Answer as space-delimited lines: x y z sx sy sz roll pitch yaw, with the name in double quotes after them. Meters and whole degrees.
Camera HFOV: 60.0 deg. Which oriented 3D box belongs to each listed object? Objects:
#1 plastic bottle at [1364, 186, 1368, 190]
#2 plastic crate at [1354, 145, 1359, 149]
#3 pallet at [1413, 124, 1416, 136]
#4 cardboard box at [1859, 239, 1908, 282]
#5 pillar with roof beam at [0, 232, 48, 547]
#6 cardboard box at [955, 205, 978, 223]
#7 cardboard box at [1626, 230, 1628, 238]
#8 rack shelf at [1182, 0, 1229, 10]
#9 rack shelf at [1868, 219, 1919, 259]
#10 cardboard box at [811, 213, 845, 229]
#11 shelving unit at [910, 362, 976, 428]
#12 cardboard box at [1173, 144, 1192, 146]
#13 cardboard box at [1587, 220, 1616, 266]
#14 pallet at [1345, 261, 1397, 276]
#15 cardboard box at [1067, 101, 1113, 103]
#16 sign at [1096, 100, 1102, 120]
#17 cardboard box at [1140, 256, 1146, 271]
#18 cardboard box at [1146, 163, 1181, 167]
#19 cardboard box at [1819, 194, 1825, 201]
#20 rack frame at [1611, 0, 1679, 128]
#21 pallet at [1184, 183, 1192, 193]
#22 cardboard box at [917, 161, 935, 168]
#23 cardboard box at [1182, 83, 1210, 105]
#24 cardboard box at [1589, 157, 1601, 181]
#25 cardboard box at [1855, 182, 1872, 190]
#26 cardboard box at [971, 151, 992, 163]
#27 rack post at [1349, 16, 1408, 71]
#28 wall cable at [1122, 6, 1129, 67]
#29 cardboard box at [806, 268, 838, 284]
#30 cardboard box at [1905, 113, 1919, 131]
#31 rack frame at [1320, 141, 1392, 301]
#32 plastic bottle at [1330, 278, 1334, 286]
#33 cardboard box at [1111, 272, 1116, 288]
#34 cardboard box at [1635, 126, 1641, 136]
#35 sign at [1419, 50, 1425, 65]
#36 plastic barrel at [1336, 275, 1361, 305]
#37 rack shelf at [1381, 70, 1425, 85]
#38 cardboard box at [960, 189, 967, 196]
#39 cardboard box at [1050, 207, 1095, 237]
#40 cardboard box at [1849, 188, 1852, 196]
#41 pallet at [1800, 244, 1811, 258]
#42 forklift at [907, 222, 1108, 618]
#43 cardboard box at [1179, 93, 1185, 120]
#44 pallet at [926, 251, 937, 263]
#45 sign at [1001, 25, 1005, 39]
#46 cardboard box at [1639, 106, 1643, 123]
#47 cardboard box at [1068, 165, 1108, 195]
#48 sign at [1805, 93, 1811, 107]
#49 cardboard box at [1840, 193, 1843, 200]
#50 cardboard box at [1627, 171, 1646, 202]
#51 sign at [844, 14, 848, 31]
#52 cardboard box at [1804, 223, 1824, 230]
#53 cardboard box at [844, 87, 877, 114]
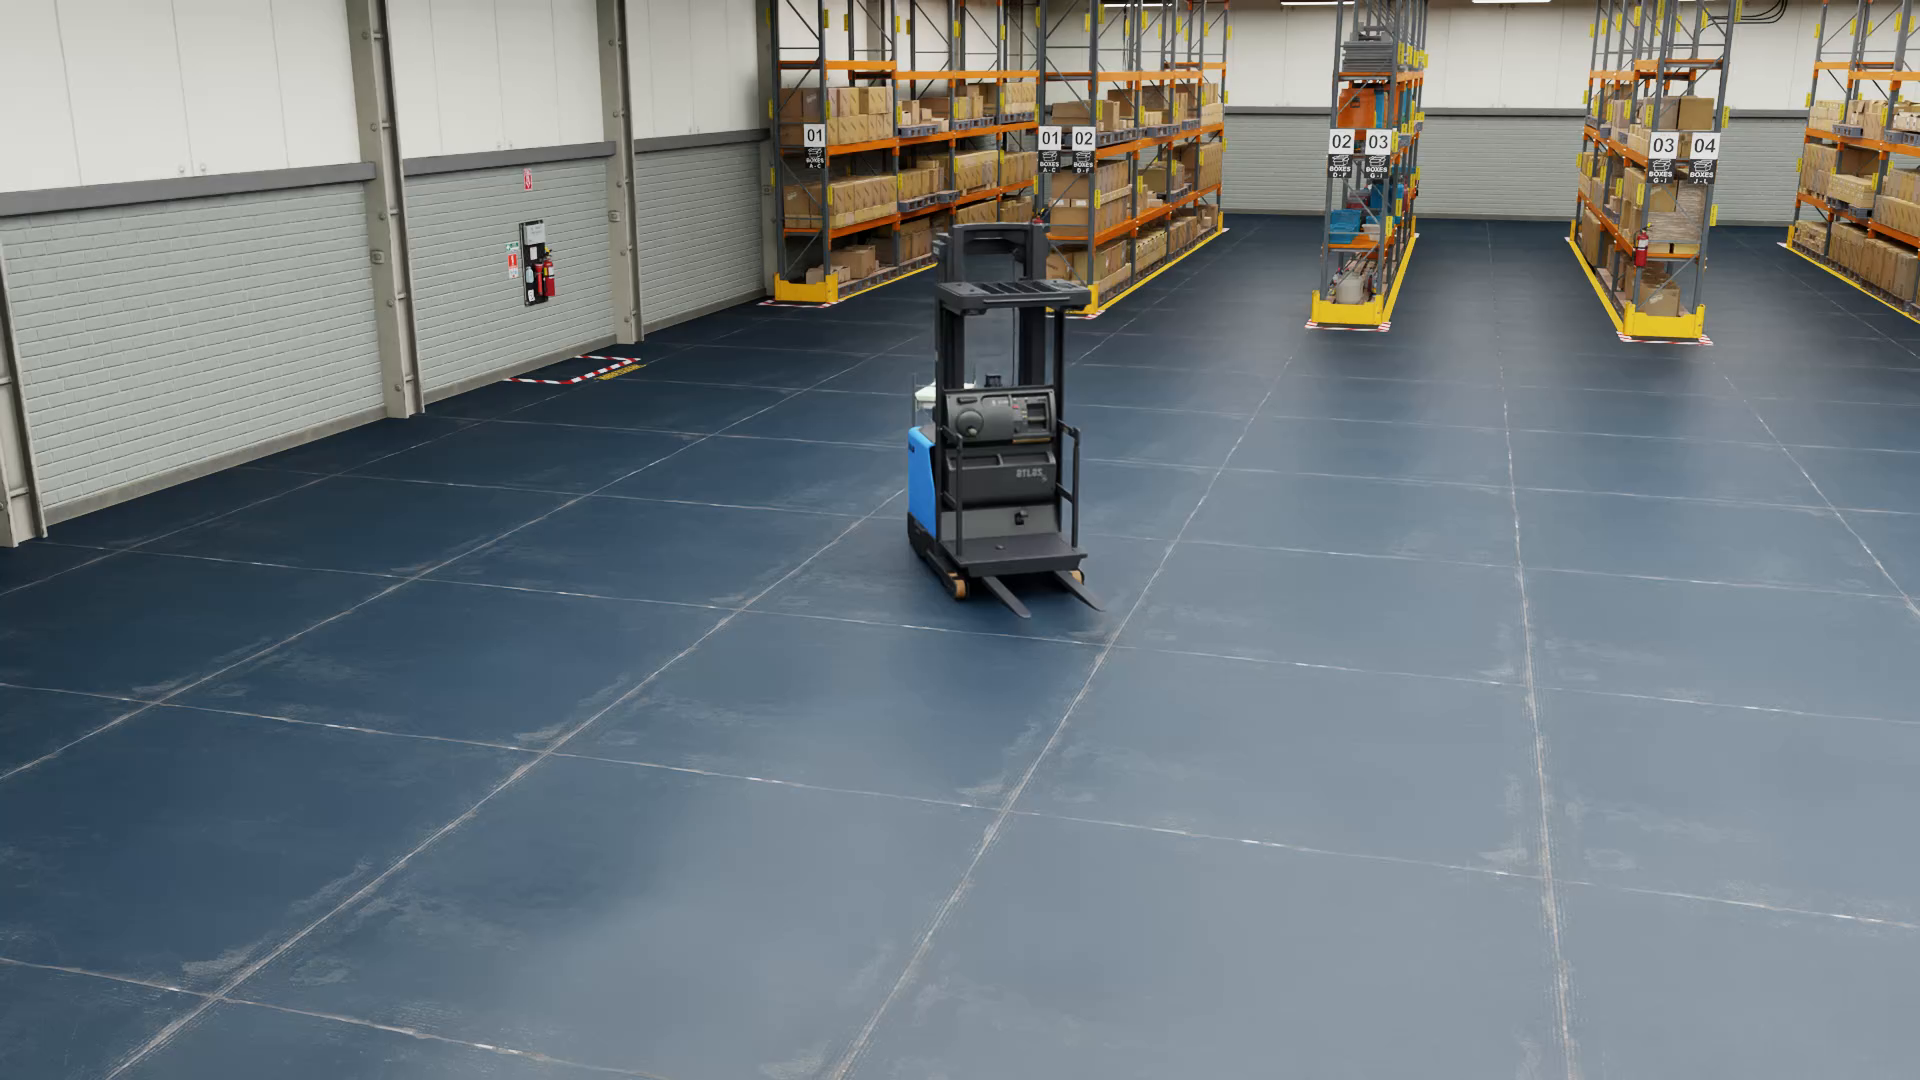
8.996 -7.677 36.909 0.144 0.351 0.185 5 16 16 "plastic bottle"
6.860 -7.089 29.278 0.392 0.384 0.575 5 16 16 "plastic crate"
9.192 -8.769 35.518 1.003 0.211 1.213 5 16 16 "pallet"
18.097 -5.396 32.132 1.050 0.750 0.750 4 16 15 "cardboard box"
-4.510 -3.993 12.836 9.100 9.000 0.400 5 16 16 "pillar with roof beam"
-0.028 -7.571 39.616 0.750 0.750 0.750 5 16 16 "cardboard box"
11.811 -5.311 28.938 0.380 0.149 0.250 5 16 16 "cardboard box"
5.837 -13.318 40.941 1.077 0.370 4.000 5 16 16 "rack shelf"
17.788 -5.560 30.673 1.077 0.370 4.000 5 16 16 "rack shelf"
-2.449 -5.940 30.933 0.500 0.250 0.500 4 16 14 "cardboard box"
-0.146 -0.868 15.560 0.431 1.500 0.755 5 17 16 "shelving unit"
5.595 -9.735 42.059 0.500 0.500 0.500 4 16 15 "cardboard box"
13.845 -6.199 34.732 1.225 0.875 0.875 4 16 13 "cardboard box"
8.623 -5.683 34.899 1.003 0.211 1.213 5 16 16 "pallet"
2.407 -7.904 30.907 0.797 0.503 0.637 7 17 22 "cardboard box"
2.389 -7.373 28.505 0.100 0.325 0.005 5 16 16 "sign"
3.494 -5.662 33.984 0.500 0.250 0.500 5 17 17 "cardboard box"
4.785 -8.615 39.172 0.700 0.500 0.500 7 17 25 "cardboard box"
19.597 -7.728 37.458 0.380 0.149 0.250 4 16 13 "cardboard box"
13.629 -9.726 33.050 1.000 3.000 0.127 5 16 16 "rack frame"
4.937 -8.363 39.589 1.003 0.211 1.213 5 16 16 "pallet"
-0.765 -8.386 37.142 0.380 0.149 0.250 2 16 7 "cardboard box"
5.785 -11.009 41.055 0.700 0.500 0.500 5 16 16 "cardboard box"
14.640 -8.459 37.933 0.500 0.500 0.500 5 17 17 "cardboard box"
18.204 -7.094 33.365 0.380 0.149 0.250 5 17 18 "cardboard box"
0.477 -9.326 40.492 0.500 0.250 0.500 5 17 17 "cardboard box"
8.221 -9.682 32.527 1.013 1.000 3.121 5 16 16 "rack post"
6.199 -15.150 48.606 3.097 2.526 0.112 5 16 16 "wall cable"
-2.609 -4.992 31.473 0.500 0.311 0.500 3 16 10 "cardboard box"
17.651 -7.642 30.408 0.500 0.311 0.500 4 16 15 "cardboard box"
6.607 -5.131 27.844 1.000 3.000 0.127 5 16 16 "rack frame"
6.724 -4.583 30.081 0.061 0.283 0.133 5 17 17 "plastic bottle"
2.652 -4.911 31.336 0.500 0.250 0.500 5 16 16 "cardboard box"
11.809 -7.021 28.552 0.380 0.149 0.250 4 16 15 "cardboard box"
10.544 -11.013 37.970 0.100 0.325 0.005 5 16 16 "sign"
6.721 -4.315 28.754 0.421 0.512 0.421 0 16 0 "plastic barrel"
10.585 -11.142 40.091 1.077 0.370 4.000 5 16 16 "rack shelf"
-0.066 -8.078 38.655 0.380 0.149 0.250 5 17 18 "cardboard box"
2.004 -5.686 29.615 0.700 0.500 0.500 5 16 16 "cardboard box"
18.351 -7.087 33.886 0.380 0.149 0.250 5 16 15 "cardboard box"
19.994 -6.633 38.248 1.003 0.211 1.213 5 16 16 "pallet"
0.398 -1.042 13.553 1.130 2.935 3.031 -4 16 -15 "forklift"
4.887 -10.094 38.709 0.600 0.600 0.600 4 16 15 "cardboard box"
-0.842 -6.447 37.592 1.003 0.211 1.213 5 16 16 "pallet"
1.042 -12.374 40.527 0.100 0.325 0.005 5 16 16 "sign"
12.721 -7.604 30.105 0.797 0.503 0.637 4 16 13 "cardboard box"
2.306 -6.594 30.438 0.700 0.500 0.500 5 16 16 "cardboard box"
20.109 -10.428 39.418 0.100 0.325 0.005 5 16 16 "sign"
18.574 -7.147 34.642 0.380 0.149 0.250 4 16 15 "cardboard box"
11.838 -6.106 28.720 0.500 0.500 0.500 5 16 16 "cardboard box"
-2.289 -10.399 33.421 0.100 0.325 0.005 5 16 16 "sign"
20.006 -7.319 38.923 0.380 0.149 0.250 4 16 13 "cardboard box"
-1.921 -8.494 32.151 0.500 0.500 0.500 4 16 14 "cardboard box"
